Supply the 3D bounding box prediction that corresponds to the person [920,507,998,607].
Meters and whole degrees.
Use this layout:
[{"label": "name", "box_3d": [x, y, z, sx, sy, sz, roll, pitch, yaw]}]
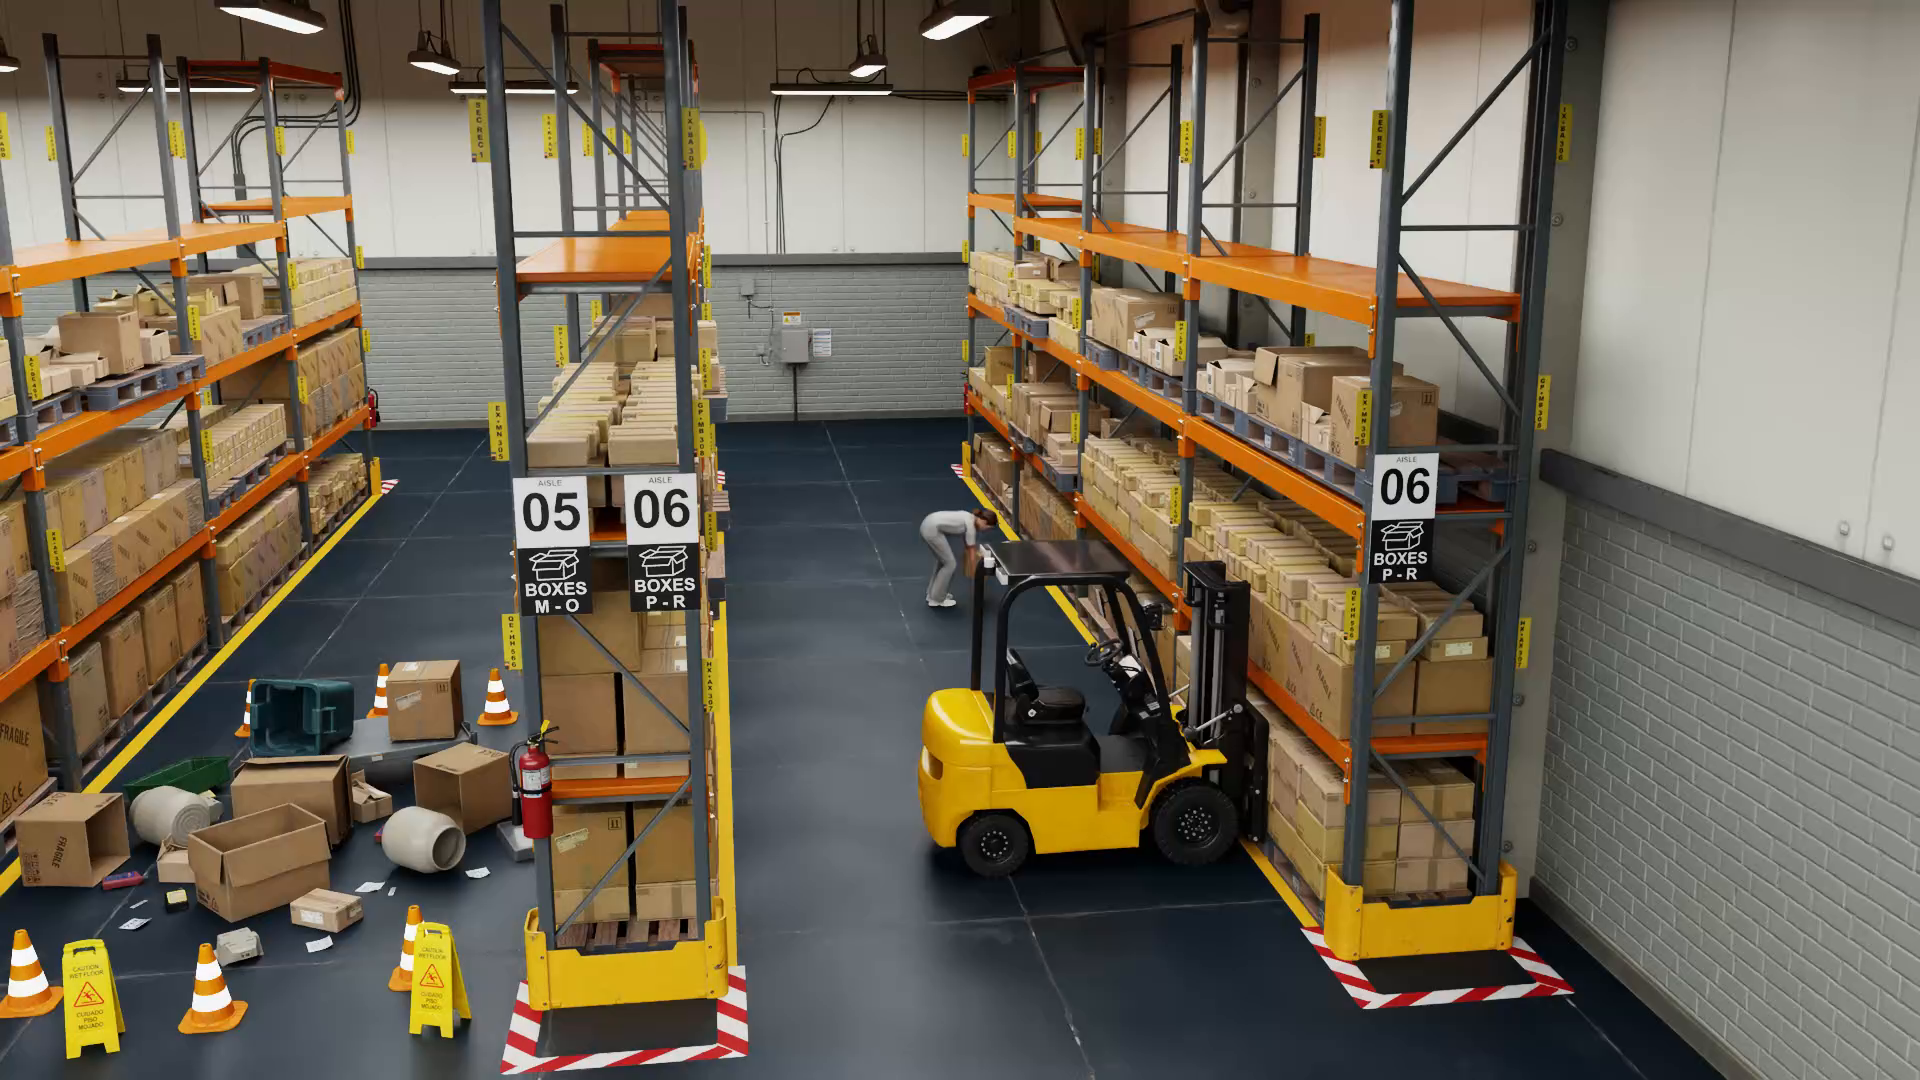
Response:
[{"label": "person", "box_3d": [-0.009, 0.177, 18.554, 0.873, 1.074, 0.431, -2, 13, -10]}]
